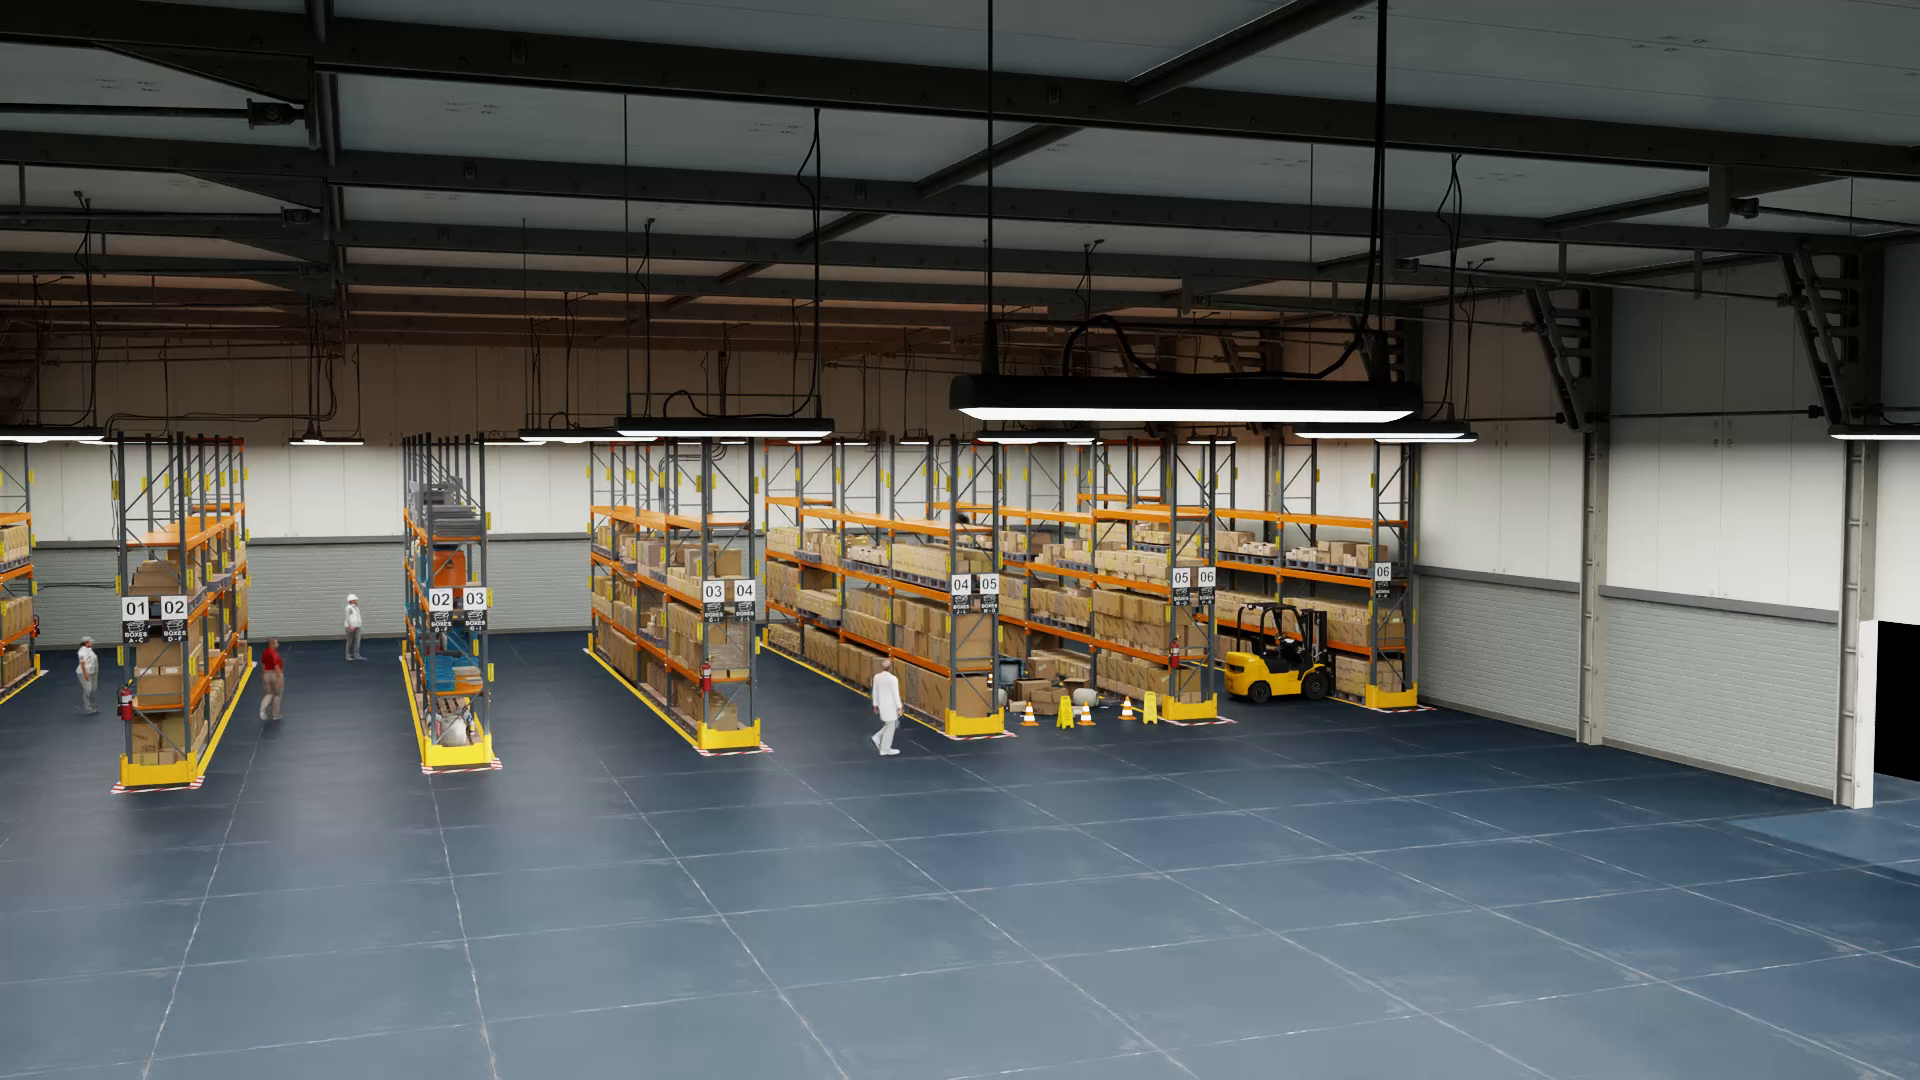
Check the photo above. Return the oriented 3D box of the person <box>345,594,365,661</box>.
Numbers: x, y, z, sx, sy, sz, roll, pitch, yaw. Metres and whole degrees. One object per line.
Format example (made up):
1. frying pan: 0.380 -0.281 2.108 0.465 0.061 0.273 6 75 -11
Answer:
1. person: -16.323 2.356 44.781 0.469 1.787 0.573 1 3 22

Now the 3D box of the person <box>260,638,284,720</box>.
1. person: -14.448 2.956 34.869 0.523 1.633 0.550 1 3 12

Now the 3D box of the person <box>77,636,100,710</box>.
1. person: -18.876 2.872 36.002 0.405 1.590 0.487 0 3 9

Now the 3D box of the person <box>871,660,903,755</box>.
1. person: -1.358 3.105 30.894 0.544 1.768 0.581 -1 3 -13
